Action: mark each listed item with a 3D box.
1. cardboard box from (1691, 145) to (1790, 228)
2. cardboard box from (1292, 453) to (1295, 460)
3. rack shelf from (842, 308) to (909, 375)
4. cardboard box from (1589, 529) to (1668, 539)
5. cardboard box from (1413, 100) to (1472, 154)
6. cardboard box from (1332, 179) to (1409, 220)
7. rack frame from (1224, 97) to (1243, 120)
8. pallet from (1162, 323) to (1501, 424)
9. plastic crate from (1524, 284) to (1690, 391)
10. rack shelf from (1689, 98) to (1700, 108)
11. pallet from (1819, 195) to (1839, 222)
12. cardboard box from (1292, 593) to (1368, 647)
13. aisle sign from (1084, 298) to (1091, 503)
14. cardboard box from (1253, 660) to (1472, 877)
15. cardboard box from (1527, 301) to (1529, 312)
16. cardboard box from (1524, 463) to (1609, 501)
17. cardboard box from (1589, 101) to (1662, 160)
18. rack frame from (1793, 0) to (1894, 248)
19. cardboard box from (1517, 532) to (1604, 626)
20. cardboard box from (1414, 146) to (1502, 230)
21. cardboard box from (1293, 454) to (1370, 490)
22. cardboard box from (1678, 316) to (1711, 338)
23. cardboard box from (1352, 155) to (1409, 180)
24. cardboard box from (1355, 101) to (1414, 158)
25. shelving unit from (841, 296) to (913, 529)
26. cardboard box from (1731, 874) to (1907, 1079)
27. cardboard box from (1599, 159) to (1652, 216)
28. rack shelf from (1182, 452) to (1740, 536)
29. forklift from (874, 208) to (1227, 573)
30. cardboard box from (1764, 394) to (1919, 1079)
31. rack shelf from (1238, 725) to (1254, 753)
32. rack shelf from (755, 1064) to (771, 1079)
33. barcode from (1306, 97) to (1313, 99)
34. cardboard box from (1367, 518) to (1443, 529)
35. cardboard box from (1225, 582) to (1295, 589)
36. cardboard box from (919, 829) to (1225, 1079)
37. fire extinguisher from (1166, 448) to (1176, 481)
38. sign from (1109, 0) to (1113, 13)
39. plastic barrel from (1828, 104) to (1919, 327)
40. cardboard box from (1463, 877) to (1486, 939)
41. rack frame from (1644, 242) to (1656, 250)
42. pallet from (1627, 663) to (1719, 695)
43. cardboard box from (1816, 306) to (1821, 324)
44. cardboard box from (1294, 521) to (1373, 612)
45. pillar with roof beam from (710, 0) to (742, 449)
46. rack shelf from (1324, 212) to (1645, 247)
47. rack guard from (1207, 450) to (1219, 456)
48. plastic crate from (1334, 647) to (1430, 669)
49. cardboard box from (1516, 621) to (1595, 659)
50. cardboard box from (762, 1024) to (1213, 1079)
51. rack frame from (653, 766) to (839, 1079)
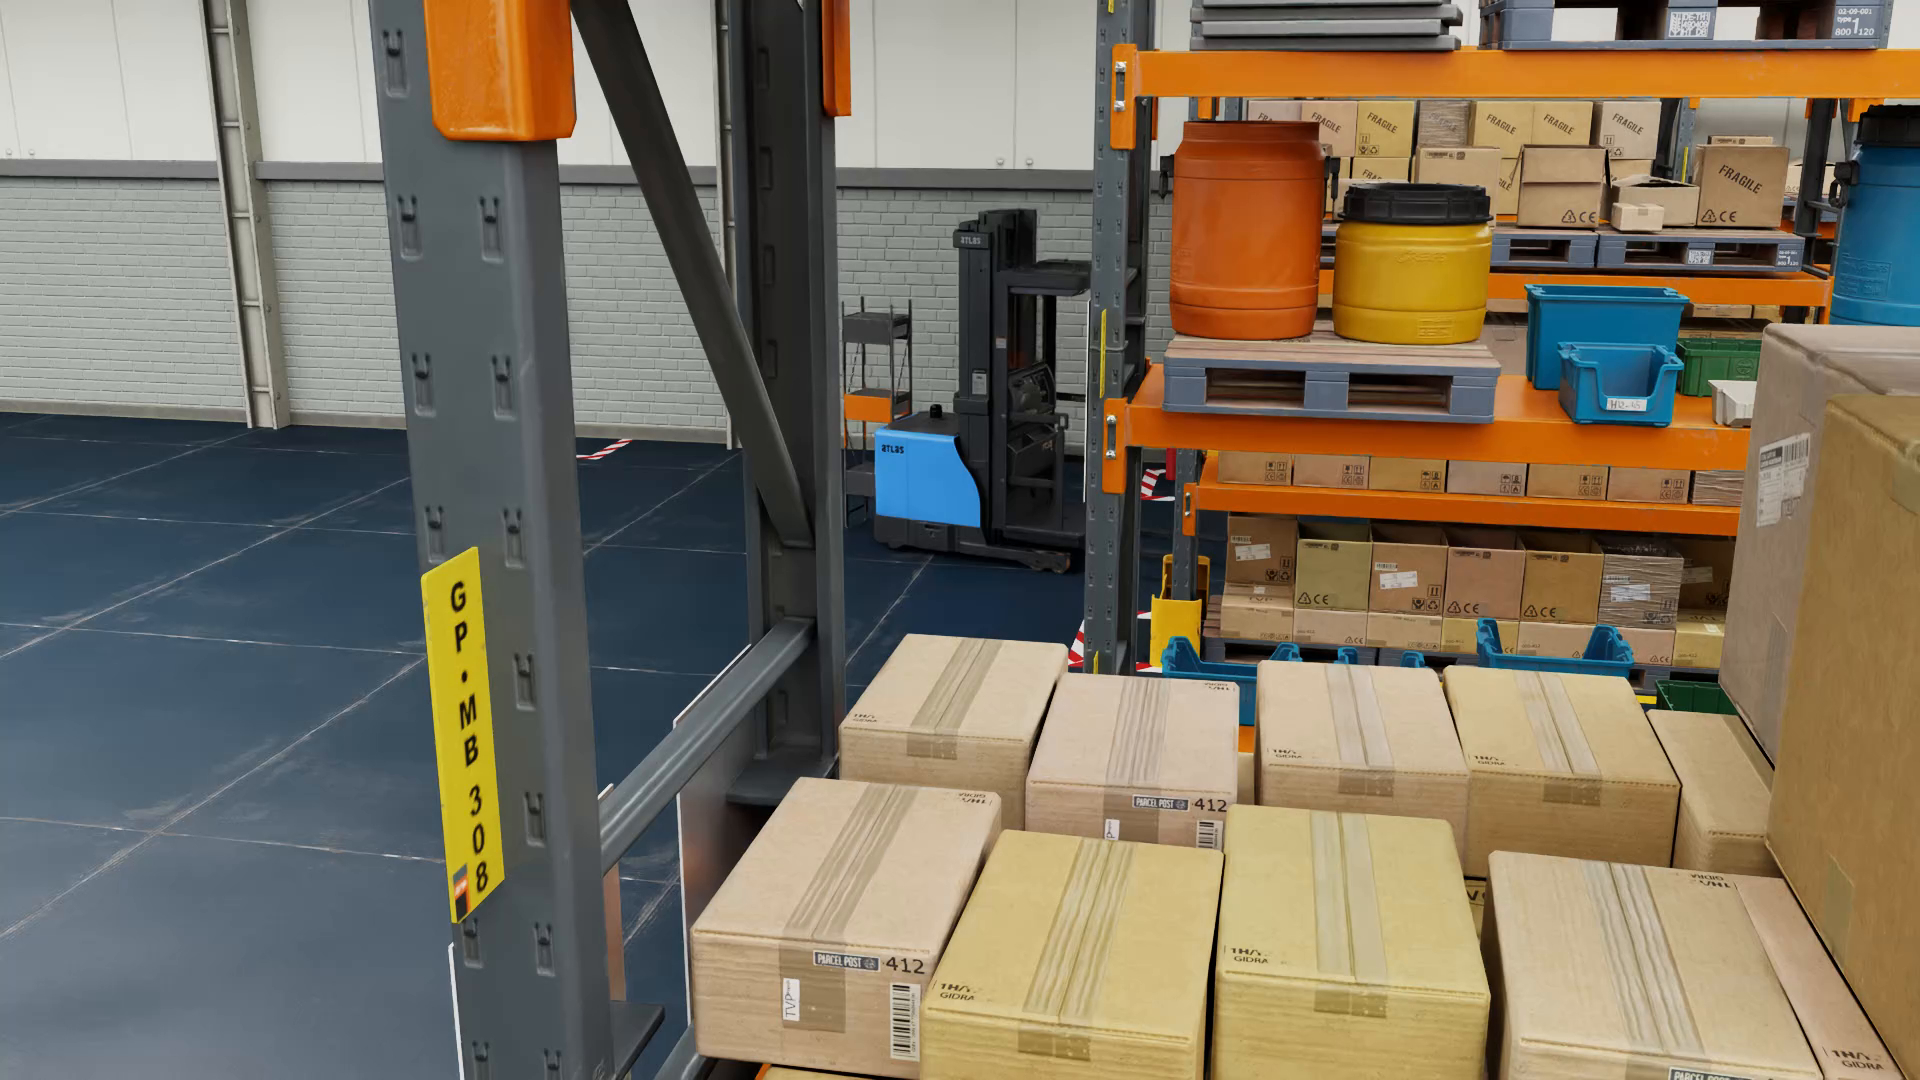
[{"bbox_3d":[5.123,-2.339,10.961,0.500,0.500,0.500,4,16,16],"label":"cardboard box"},{"bbox_3d":[3.288,-0.844,16.633,0.500,0.311,0.500,1,16,5],"label":"cardboard box"},{"bbox_3d":[-0.746,-1.794,14.963,0.480,0.518,0.431,7,17,24],"label":"rack shelf"},{"bbox_3d":[4.681,0.151,11.788,0.500,0.500,0.500,3,16,11],"label":"cardboard box"},{"bbox_3d":[4.610,-3.932,15.851,0.500,0.500,0.500,3,16,11],"label":"cardboard box"},{"bbox_3d":[2.825,-2.343,11.445,0.500,0.250,0.500,3,16,11],"label":"cardboard box"},{"bbox_3d":[2.628,-4.879,15.750,0.127,3.000,1.000,3,16,11],"label":"rack frame"},{"bbox_3d":[1.445,-0.682,6.568,1.213,0.211,1.003,3,16,11],"label":"pallet"},{"bbox_3d":[2.582,-0.812,6.715,0.575,0.384,0.392,3,16,11],"label":"plastic crate"},{"bbox_3d":[8.508,-4.021,14.747,4.000,0.370,1.077,3,16,11],"label":"rack shelf"},{"bbox_3d":[8.148,-3.015,14.992,1.003,0.211,1.213,3,16,11],"label":"pallet"},{"bbox_3d":[2.616,0.543,11.777,0.500,0.250,0.500,3,16,11],"label":"cardboard box"},{"bbox_3d":[0.525,-0.577,6.585,0.004,0.787,0.394,3,16,11],"label":"aisle sign"},{"bbox_3d":[0.523,0.297,2.215,0.250,0.149,0.380,2,16,9],"label":"cardboard box"},{"bbox_3d":[5.533,-2.044,15.589,0.500,0.500,0.500,3,16,11],"label":"cardboard box"},{"bbox_3d":[4.119,-0.604,11.365,0.500,0.500,0.700,3,16,12],"label":"cardboard box"},{"bbox_3d":[6.003,-3.716,15.073,0.500,0.500,0.500,2,16,6],"label":"cardboard box"},{"bbox_3d":[5.564,-3.371,10.303,0.127,3.000,1.000,3,16,11],"label":"rack frame"},{"bbox_3d":[4.088,0.259,11.397,0.500,0.500,0.500,3,16,11],"label":"cardboard box"},{"bbox_3d":[3.217,-2.296,10.806,0.500,0.500,0.500,3,16,11],"label":"cardboard box"},{"bbox_3d":[2.615,-0.686,11.661,0.500,0.500,0.700,4,16,13],"label":"cardboard box"},{"bbox_3d":[4.633,-1.201,11.092,0.500,0.500,0.700,3,16,11],"label":"cardboard box"},{"bbox_3d":[3.935,-3.344,15.601,0.500,0.500,0.500,4,16,14],"label":"cardboard box"},{"bbox_3d":[3.943,-3.825,15.466,0.500,0.500,0.500,4,16,13],"label":"cardboard box"},{"bbox_3d":[-0.746,-1.132,15.146,0.503,2.100,0.431,7,17,24],"label":"shelving unit"},{"bbox_3d":[0.887,0.476,1.569,0.250,0.149,0.380,3,16,11],"label":"cardboard box"},{"bbox_3d":[6.001,-3.241,15.230,0.500,0.500,0.500,4,16,13],"label":"cardboard box"},{"bbox_3d":[3.604,-0.239,11.584,4.000,0.370,1.077,3,16,11],"label":"rack shelf"},{"bbox_3d":[0.800,-1.294,14.172,3.031,2.935,1.130,7,17,24],"label":"forklift"},{"bbox_3d":[1.068,0.171,1.457,0.500,0.500,0.500,3,16,11],"label":"cardboard box"},{"bbox_3d":[2.614,1.056,6.907,4.000,0.370,1.077,3,16,11],"label":"rack shelf"},{"bbox_3d":[1.627,0.907,1.829,4.000,0.370,1.077,3,16,11],"label":"rack shelf"},{"bbox_3d":[3.423,-4.346,16.259,0.075,0.075,0.001,3,16,11],"label":"barcode"},{"bbox_3d":[3.212,0.069,12.083,0.500,0.500,0.500,3,16,11],"label":"cardboard box"},{"bbox_3d":[2.229,0.382,12.359,0.500,0.250,0.500,3,16,11],"label":"cardboard box"},{"bbox_3d":[0.125,0.448,1.671,0.250,0.149,0.380,3,16,12],"label":"cardboard box"},{"bbox_3d":[1.621,-0.783,12.344,0.183,0.674,0.296,3,16,11],"label":"fire extinguisher"},{"bbox_3d":[0.540,-2.043,5.903,0.005,0.325,0.100,3,16,11],"label":"sign"},{"bbox_3d":[3.620,-1.154,6.195,0.708,0.901,0.600,3,16,11],"label":"plastic barrel"},{"bbox_3d":[0.680,0.511,2.191,0.500,0.250,0.500,3,16,11],"label":"cardboard box"},{"bbox_3d":[6.548,-1.775,15.783,0.127,3.000,1.000,3,16,11],"label":"rack frame"},{"bbox_3d":[4.793,0.811,11.668,1.213,0.211,1.003,3,16,11],"label":"pallet"},{"bbox_3d":[8.237,-1.941,15.370,0.500,0.500,0.700,5,16,19],"label":"cardboard box"},{"bbox_3d":[2.616,0.182,11.676,0.500,0.500,0.500,3,16,11],"label":"cardboard box"},{"bbox_3d":[-3.251,-4.261,13.519,0.400,9.000,9.100,3,16,11],"label":"pillar with roof beam"},{"bbox_3d":[4.588,-2.981,15.862,4.000,0.370,1.077,3,16,11],"label":"rack shelf"},{"bbox_3d":[2.702,-0.780,16.870,0.348,0.500,1.175,3,16,11],"label":"rack guard"},{"bbox_3d":[1.839,0.659,7.271,0.408,0.251,0.499,3,16,11],"label":"plastic crate"},{"bbox_3d":[4.085,0.624,11.485,0.500,0.250,0.500,3,16,11],"label":"cardboard box"},{"bbox_3d":[0.087,0.619,1.800,0.500,0.250,0.500,4,16,13],"label":"cardboard box"},{"bbox_3d":[-0.333,1.899,2.517,0.127,3.000,1.000,3,16,11],"label":"rack frame"}]
